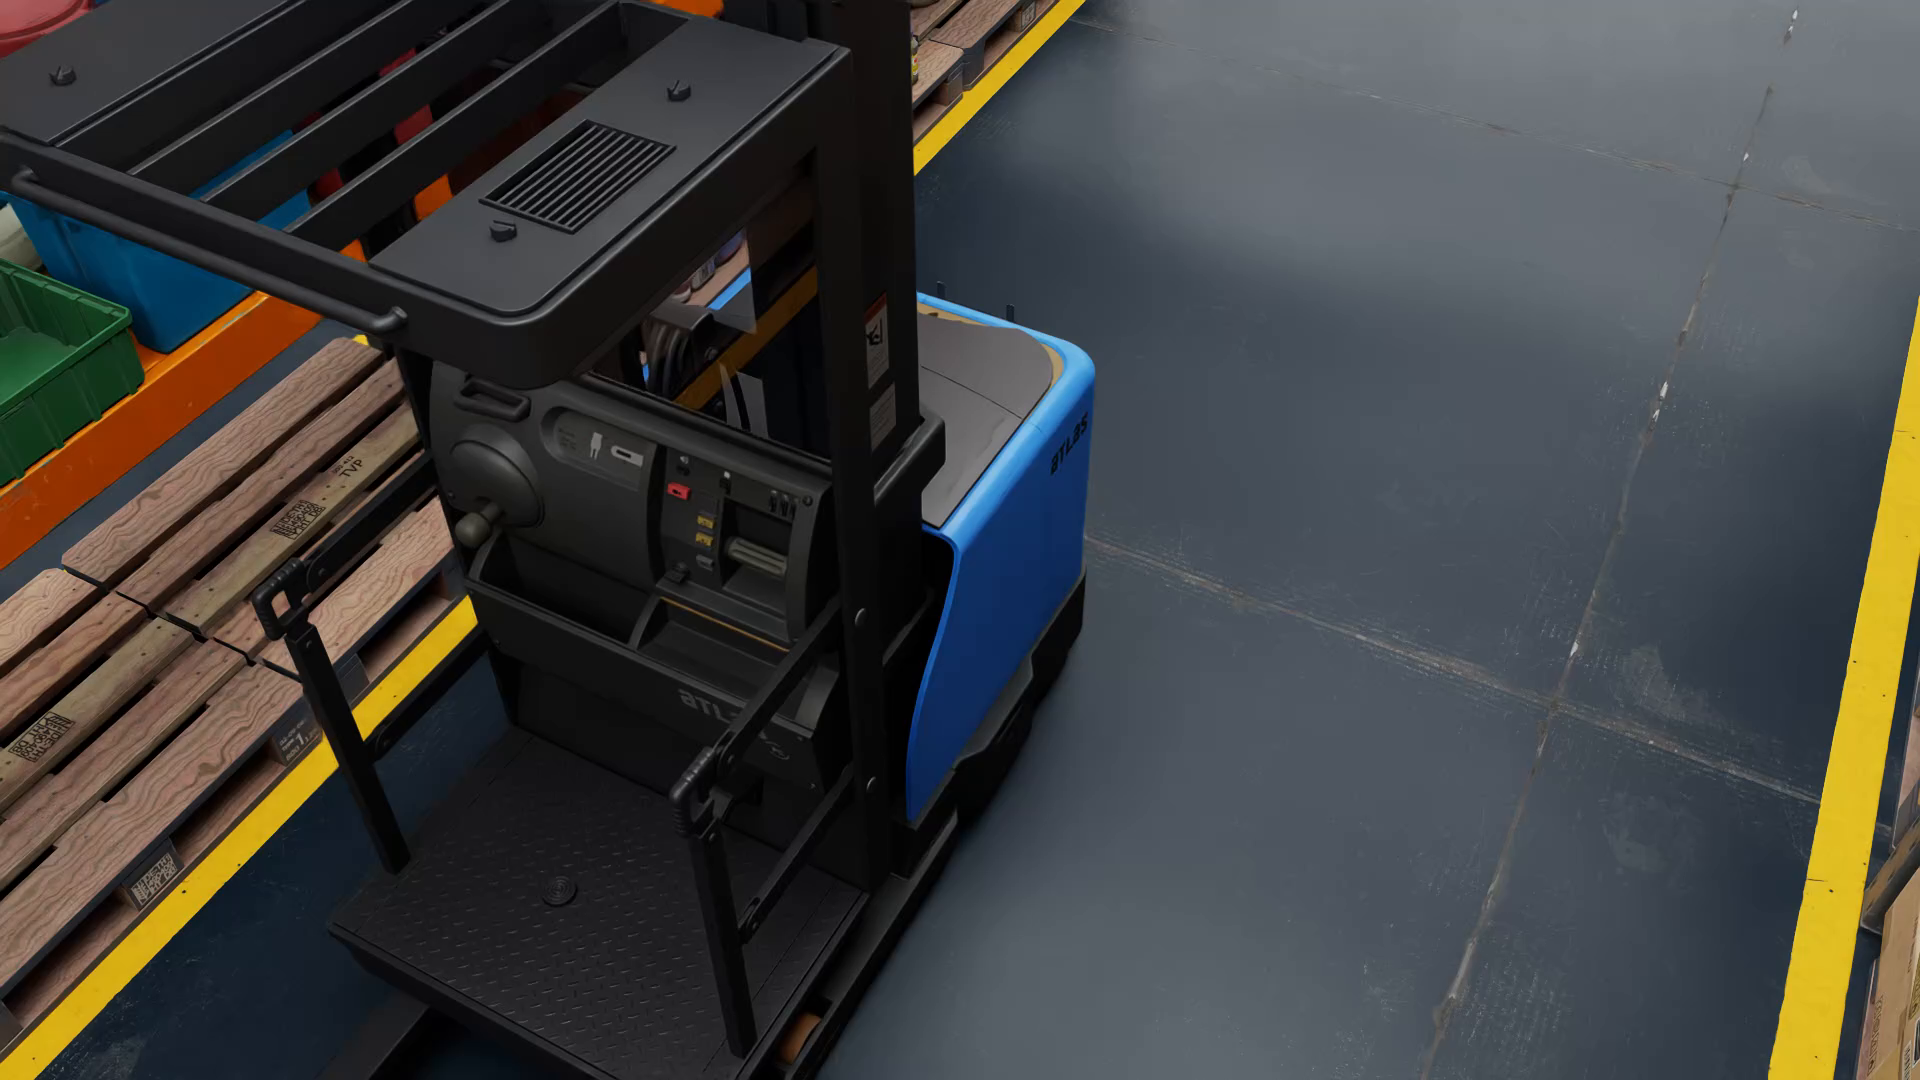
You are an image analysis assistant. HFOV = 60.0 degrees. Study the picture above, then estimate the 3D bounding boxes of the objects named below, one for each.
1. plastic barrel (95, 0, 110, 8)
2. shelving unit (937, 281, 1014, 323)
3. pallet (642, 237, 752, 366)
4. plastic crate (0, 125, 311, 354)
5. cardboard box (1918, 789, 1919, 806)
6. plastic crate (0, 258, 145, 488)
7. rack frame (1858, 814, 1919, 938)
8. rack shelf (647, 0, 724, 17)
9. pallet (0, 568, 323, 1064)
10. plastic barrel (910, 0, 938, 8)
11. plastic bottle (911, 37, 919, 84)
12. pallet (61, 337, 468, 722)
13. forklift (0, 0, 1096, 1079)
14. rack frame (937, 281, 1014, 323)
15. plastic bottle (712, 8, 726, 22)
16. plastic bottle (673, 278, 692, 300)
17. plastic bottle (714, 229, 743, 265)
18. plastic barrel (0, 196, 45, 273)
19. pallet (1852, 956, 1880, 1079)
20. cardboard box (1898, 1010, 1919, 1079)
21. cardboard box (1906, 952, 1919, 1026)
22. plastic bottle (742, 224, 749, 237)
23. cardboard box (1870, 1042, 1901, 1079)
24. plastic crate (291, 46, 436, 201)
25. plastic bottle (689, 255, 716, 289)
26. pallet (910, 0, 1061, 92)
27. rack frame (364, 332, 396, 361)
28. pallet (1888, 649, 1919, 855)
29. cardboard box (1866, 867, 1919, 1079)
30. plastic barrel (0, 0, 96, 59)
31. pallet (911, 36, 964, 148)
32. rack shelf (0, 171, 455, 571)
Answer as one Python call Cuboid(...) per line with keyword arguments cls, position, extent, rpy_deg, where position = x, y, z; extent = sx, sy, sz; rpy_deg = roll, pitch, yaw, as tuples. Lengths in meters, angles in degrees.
Cuboid(cls="plastic barrel", position=(-2.058, -1.602, 4.372), extent=(0.600, 0.901, 0.708), rpy_deg=(20, 49, 19))
Cuboid(cls="shelving unit", position=(-0.004, -0.311, 4.925), extent=(0.258, 0.900, 0.210), rpy_deg=(20, 49, 19))
Cuboid(cls="pallet", position=(-1.262, -0.998, 6.088), extent=(1.003, 0.211, 1.213), rpy_deg=(20, 49, 19))
Cuboid(cls="plastic crate", position=(-1.847, -0.766, 3.909), extent=(0.392, 0.384, 0.575), rpy_deg=(20, 49, 19))
Cuboid(cls="cardboard box", position=(2.797, 0.523, 4.262), extent=(0.500, 0.250, 0.500), rpy_deg=(20, 49, 19))
Cuboid(cls="plastic crate", position=(-2.169, -0.304, 3.591), extent=(0.450, 0.188, 0.662), rpy_deg=(20, 49, 19))
Cuboid(cls="rack frame", position=(2.775, 0.069, 3.073), extent=(1.000, 3.000, 0.127), rpy_deg=(20, 49, 19))
Cuboid(cls="rack shelf", position=(-0.682, -2.576, 6.193), extent=(1.077, 0.370, 4.000), rpy_deg=(20, 49, 19))
Cuboid(cls="pallet", position=(-2.506, 0.690, 4.420), extent=(1.003, 0.211, 1.213), rpy_deg=(20, 49, 19))
Cuboid(cls="plastic barrel", position=(-0.224, -2.607, 7.171), extent=(0.421, 0.512, 0.421), rpy_deg=(0, 45, 0))
Cuboid(cls="plastic bottle", position=(-0.218, -1.958, 6.735), extent=(0.097, 0.201, 0.097), rpy_deg=(0, 45, 0))
Cuboid(cls="pallet", position=(-1.941, -0.081, 5.182), extent=(1.003, 0.211, 1.213), rpy_deg=(20, 49, 19))
Cuboid(cls="forklift", position=(-0.783, 0.000, 3.189), extent=(1.130, 2.935, 3.031), rpy_deg=(21, 49, 20))
Cuboid(cls="rack frame", position=(0.043, -0.375, 4.988), extent=(0.240, 0.900, 0.006), rpy_deg=(20, 49, 19))
Cuboid(cls="plastic bottle", position=(-0.993, -2.113, 6.830), extent=(0.061, 0.283, 0.133), rpy_deg=(21, 49, 20))
Cuboid(cls="plastic bottle", position=(-0.980, -0.924, 5.713), extent=(0.097, 0.201, 0.097), rpy_deg=(0, 45, 0))
Cuboid(cls="plastic bottle", position=(-0.869, -1.164, 5.845), extent=(0.144, 0.351, 0.185), rpy_deg=(22, 49, 20))
Cuboid(cls="plastic barrel", position=(-2.361, -0.737, 3.967), extent=(0.301, 0.262, 0.301), rpy_deg=(0, 45, 0))
Cuboid(cls="pallet", position=(2.467, 1.526, 3.594), extent=(1.003, 0.211, 1.213), rpy_deg=(20, 49, 19))
Cuboid(cls="cardboard box", position=(2.125, 1.182, 3.216), extent=(0.500, 0.311, 0.500), rpy_deg=(20, 49, 19))
Cuboid(cls="cardboard box", position=(2.362, 0.869, 3.526), extent=(0.500, 0.311, 0.500), rpy_deg=(21, 49, 19))
Cuboid(cls="plastic bottle", position=(-0.781, -1.283, 5.962), extent=(0.144, 0.351, 0.185), rpy_deg=(19, 48, 17))
Cuboid(cls="cardboard box", position=(2.130, 1.381, 3.414), extent=(0.500, 0.250, 0.500), rpy_deg=(22, 49, 20))
Cuboid(cls="plastic crate", position=(-1.565, -1.186, 4.268), extent=(0.402, 0.464, 0.583), rpy_deg=(20, 49, 19))
Cuboid(cls="plastic bottle", position=(-0.949, -1.035, 5.770), extent=(0.152, 0.276, 0.135), rpy_deg=(22, 49, 20))
Cuboid(cls="pallet", position=(-0.129, -2.535, 7.607), extent=(1.003, 0.211, 1.213), rpy_deg=(20, 49, 19))
Cuboid(cls="rack frame", position=(-1.611, -1.569, 4.692), extent=(1.000, 3.000, 0.127), rpy_deg=(20, 49, 19))
Cuboid(cls="pallet", position=(3.181, 0.562, 4.546), extent=(1.003, 0.211, 1.213), rpy_deg=(20, 49, 19))
Cuboid(cls="cardboard box", position=(2.368, 1.060, 3.732), extent=(0.500, 0.250, 0.500), rpy_deg=(19, 48, 18))
Cuboid(cls="plastic barrel", position=(-2.249, -1.087, 4.119), extent=(0.433, 0.535, 0.433), rpy_deg=(0, 45, 0))
Cuboid(cls="pallet", position=(-0.697, -1.770, 6.851), extent=(1.003, 0.211, 1.213), rpy_deg=(20, 49, 19))
Cuboid(cls="rack shelf", position=(-2.539, -0.056, 3.703), extent=(1.077, 0.370, 4.000), rpy_deg=(20, 49, 19))
